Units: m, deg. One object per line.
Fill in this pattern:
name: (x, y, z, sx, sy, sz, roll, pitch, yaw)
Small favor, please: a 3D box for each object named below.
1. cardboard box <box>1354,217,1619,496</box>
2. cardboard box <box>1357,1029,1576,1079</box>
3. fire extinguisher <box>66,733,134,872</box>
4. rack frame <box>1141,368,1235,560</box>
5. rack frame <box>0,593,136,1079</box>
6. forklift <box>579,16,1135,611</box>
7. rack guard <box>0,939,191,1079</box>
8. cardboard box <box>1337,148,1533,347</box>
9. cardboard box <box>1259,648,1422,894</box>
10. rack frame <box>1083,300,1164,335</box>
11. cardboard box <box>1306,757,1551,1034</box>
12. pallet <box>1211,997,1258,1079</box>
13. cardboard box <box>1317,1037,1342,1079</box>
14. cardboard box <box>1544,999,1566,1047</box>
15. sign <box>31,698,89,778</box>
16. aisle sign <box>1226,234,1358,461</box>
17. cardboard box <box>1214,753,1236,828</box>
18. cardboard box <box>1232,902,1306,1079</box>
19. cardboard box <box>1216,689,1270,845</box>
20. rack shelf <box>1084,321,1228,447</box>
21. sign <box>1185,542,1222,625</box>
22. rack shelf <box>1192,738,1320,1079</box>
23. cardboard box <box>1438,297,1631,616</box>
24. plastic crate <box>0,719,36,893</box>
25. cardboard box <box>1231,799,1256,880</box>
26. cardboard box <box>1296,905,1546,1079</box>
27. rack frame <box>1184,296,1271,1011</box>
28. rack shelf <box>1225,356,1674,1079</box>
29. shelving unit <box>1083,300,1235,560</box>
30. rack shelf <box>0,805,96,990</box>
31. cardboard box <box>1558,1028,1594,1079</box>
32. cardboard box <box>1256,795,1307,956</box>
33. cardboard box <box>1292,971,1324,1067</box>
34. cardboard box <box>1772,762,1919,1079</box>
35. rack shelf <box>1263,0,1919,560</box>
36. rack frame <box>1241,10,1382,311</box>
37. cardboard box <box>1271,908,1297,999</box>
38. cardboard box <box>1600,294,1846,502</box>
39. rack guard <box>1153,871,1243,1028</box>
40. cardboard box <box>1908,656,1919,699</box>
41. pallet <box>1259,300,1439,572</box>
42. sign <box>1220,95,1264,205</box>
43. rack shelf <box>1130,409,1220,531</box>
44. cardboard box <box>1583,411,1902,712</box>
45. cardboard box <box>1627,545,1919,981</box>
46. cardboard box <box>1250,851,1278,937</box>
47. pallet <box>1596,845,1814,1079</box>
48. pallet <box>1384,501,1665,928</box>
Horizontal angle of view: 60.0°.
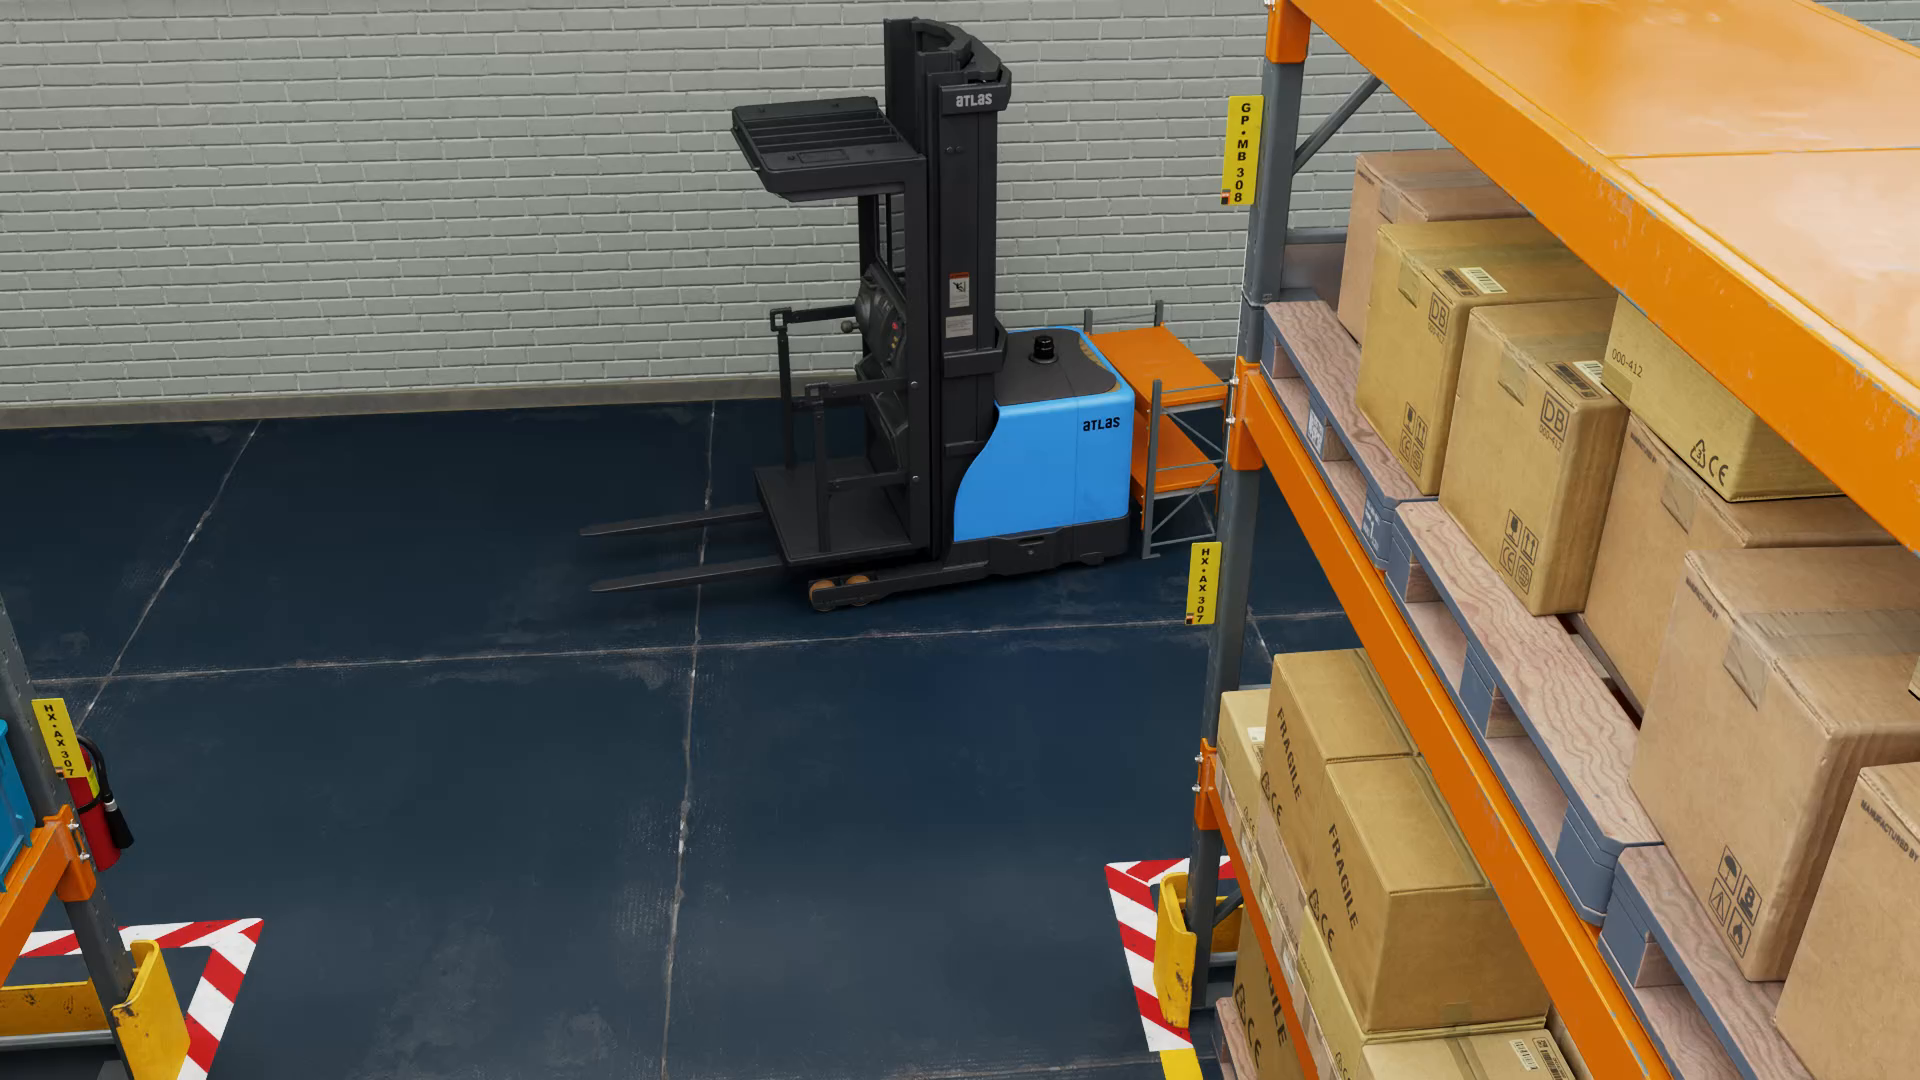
cardboard box: (1.415, -0.466, 4.076, 0.700, 0.500, 0.500, -4, 31, -6)
cardboard box: (1.309, 1.514, 4.146, 0.500, 0.250, 0.500, -3, 31, -6)
fire extinguisher: (-3.113, 0.863, 5.819, 0.296, 0.674, 0.183, -3, 31, -5)
rack frame: (1.286, -0.417, 9.350, 0.500, 1.125, 0.032, -9, 32, -15)
rack frame: (-3.551, 0.769, 5.538, 1.000, 3.000, 0.127, -3, 31, -5)
forklift: (-0.607, -1.170, 8.851, 3.031, 2.935, 1.130, -8, 32, -14)
rack guard: (-3.566, 1.830, 6.199, 1.175, 0.500, 0.348, -3, 31, -5)
cardboard box: (1.482, -0.759, 4.567, 0.700, 0.500, 0.500, -5, 31, -8)
cardboard box: (1.203, 0.660, 4.846, 0.500, 0.500, 0.500, -3, 31, -6)
rack frame: (0.977, -0.913, 10.181, 0.500, 1.125, 0.032, -9, 32, -15)
cardboard box: (1.258, 0.924, 4.404, 0.500, 0.500, 0.500, -4, 31, -6)
pallet: (1.533, 2.133, 5.973, 1.003, 0.211, 1.213, -3, 31, -5)
cardboard box: (1.208, 1.493, 4.571, 0.380, 0.149, 0.250, -3, 31, -5)
cardboard box: (1.785, 1.222, 4.636, 0.500, 0.250, 0.500, -4, 31, -6)
sign: (-3.005, 0.664, 5.554, 0.100, 0.325, 0.005, -3, 31, -5)
aisle sign: (1.075, -0.607, 5.306, 0.394, 0.787, 0.004, -3, 31, -5)
cardboard box: (1.085, 0.837, 5.670, 0.380, 0.149, 0.250, -2, 31, -4)
cardboard box: (1.520, 1.586, 5.832, 0.875, 0.875, 0.875, -3, 31, -5)
cardboard box: (1.156, 0.726, 5.466, 0.500, 0.250, 0.500, -4, 31, -6)
rack shelf: (1.132, -0.916, 9.615, 0.538, 0.278, 1.000, -9, 32, -15)
sign: (0.827, 0.149, 5.654, 0.100, 0.325, 0.005, -3, 31, -5)
rack shelf: (1.567, 1.862, 4.410, 1.077, 0.370, 4.000, -3, 31, -5)
cardboard box: (1.511, -0.205, 3.638, 0.700, 0.500, 0.500, -5, 31, -8)
plastic crate: (-3.334, 0.890, 5.242, 0.616, 0.435, 0.499, -3, 31, -5)
cardboard box: (1.110, 0.967, 5.451, 0.380, 0.149, 0.250, -3, 31, -5)
cardboard box: (1.255, 1.248, 4.592, 0.500, 0.250, 0.500, -4, 31, -6)
rack frame: (1.380, 0.532, 5.935, 1.000, 3.000, 0.127, -3, 31, -5)
rack shelf: (1.567, 0.574, 3.641, 1.077, 0.370, 4.000, -3, 31, -5)
shelving unit: (1.131, -0.665, 9.765, 0.538, 1.125, 1.048, -9, 32, -15)
rack shelf: (-3.364, 2.099, 4.013, 1.077, 0.370, 4.000, -3, 31, -5)
cardboard box: (1.837, 1.488, 4.191, 0.500, 0.250, 0.500, -3, 31, -4)
cardboard box: (1.212, 0.991, 5.022, 0.500, 0.250, 0.500, -3, 31, -5)
cardboard box: (1.183, 1.361, 4.792, 0.380, 0.149, 0.250, -3, 31, -6)
cardboard box: (1.621, 0.623, 2.252, 0.700, 0.500, 0.500, -5, 31, -8)
rack shelf: (1.567, -0.542, 2.974, 1.077, 0.370, 4.000, -3, 31, -5)
rack frame: (1.380, -2.044, 4.397, 1.000, 3.000, 0.127, -3, 31, -5)
cardboard box: (1.160, 1.231, 5.009, 0.380, 0.149, 0.250, -3, 31, -5)
cardboard box: (1.559, -0.312, 3.087, 0.500, 0.250, 0.500, -4, 31, -6)
rack guard: (1.378, 1.592, 6.597, 1.175, 0.500, 0.348, -3, 31, -5)
cardboard box: (1.673, 0.217, 2.200, 0.500, 0.250, 0.500, -5, 31, -8)
pallet: (1.460, -0.340, 4.556, 1.003, 0.211, 1.213, -3, 31, -5)
sign: (0.827, -1.142, 4.882, 0.100, 0.325, 0.005, -3, 31, -5)
rack shelf: (1.131, -0.455, 9.891, 0.538, 0.278, 1.000, -9, 32, -15)
cardboard box: (1.668, 0.075, 3.170, 0.700, 0.500, 0.500, -1, 31, -2)
cardboard box: (1.575, 0.348, 2.712, 0.700, 0.500, 0.500, -1, 31, -2)
cardboard box: (1.135, 1.098, 5.232, 0.380, 0.149, 0.250, -3, 31, -6)
pallet: (1.688, 0.906, 2.470, 1.003, 0.211, 1.213, -3, 31, -5)
pallet: (1.577, 0.284, 3.510, 1.003, 0.211, 1.213, -3, 31, -5)
